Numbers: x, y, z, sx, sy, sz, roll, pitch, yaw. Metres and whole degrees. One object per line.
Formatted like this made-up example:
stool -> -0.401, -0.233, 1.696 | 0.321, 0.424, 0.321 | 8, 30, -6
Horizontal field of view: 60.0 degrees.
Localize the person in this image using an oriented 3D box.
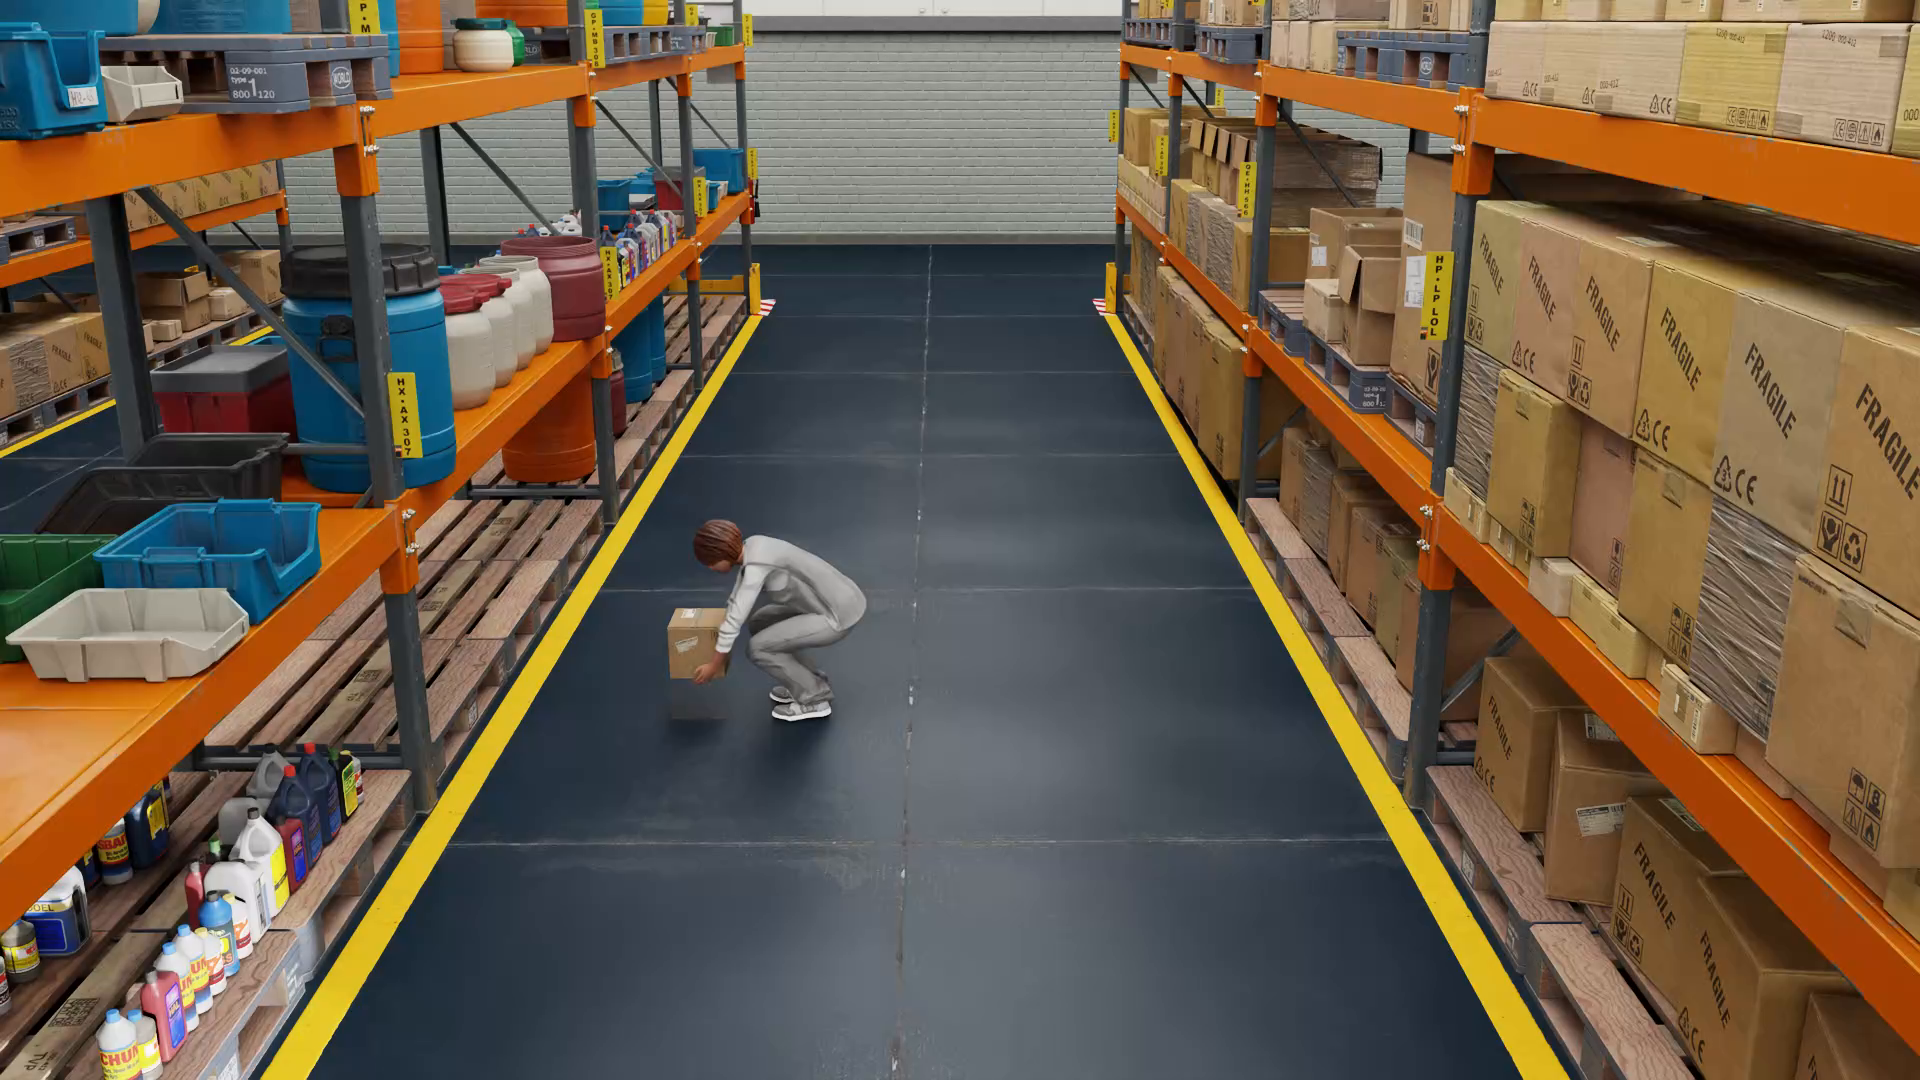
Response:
person -> -0.823, 0.354, 7.574 | 0.798, 0.918, 0.443 | 0, 17, -1
